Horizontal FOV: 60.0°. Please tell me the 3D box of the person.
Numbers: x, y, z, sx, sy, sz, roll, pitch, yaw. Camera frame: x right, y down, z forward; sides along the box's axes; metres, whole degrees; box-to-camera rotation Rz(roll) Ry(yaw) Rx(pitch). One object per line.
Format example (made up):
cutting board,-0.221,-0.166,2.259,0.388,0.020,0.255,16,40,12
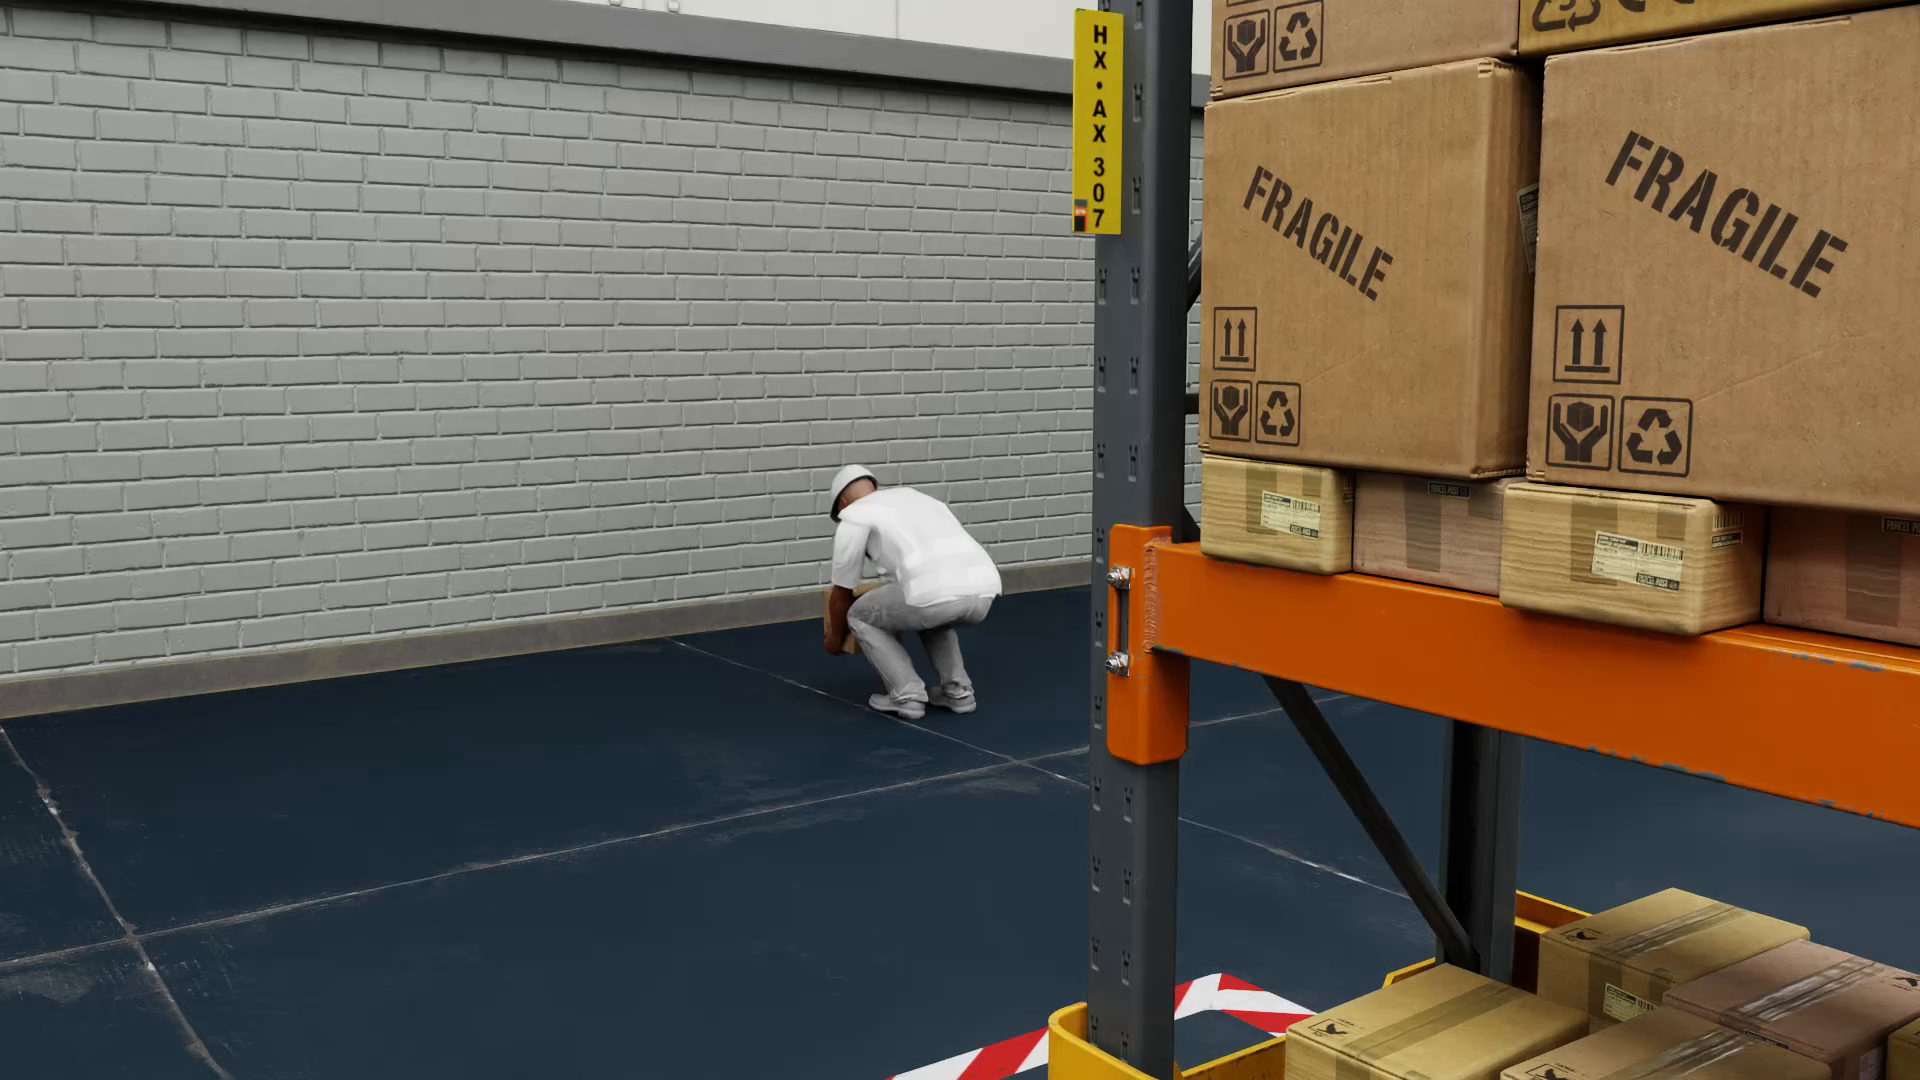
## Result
person,-0.247,0.210,7.000,0.537,1.013,0.902,-6,10,-37
